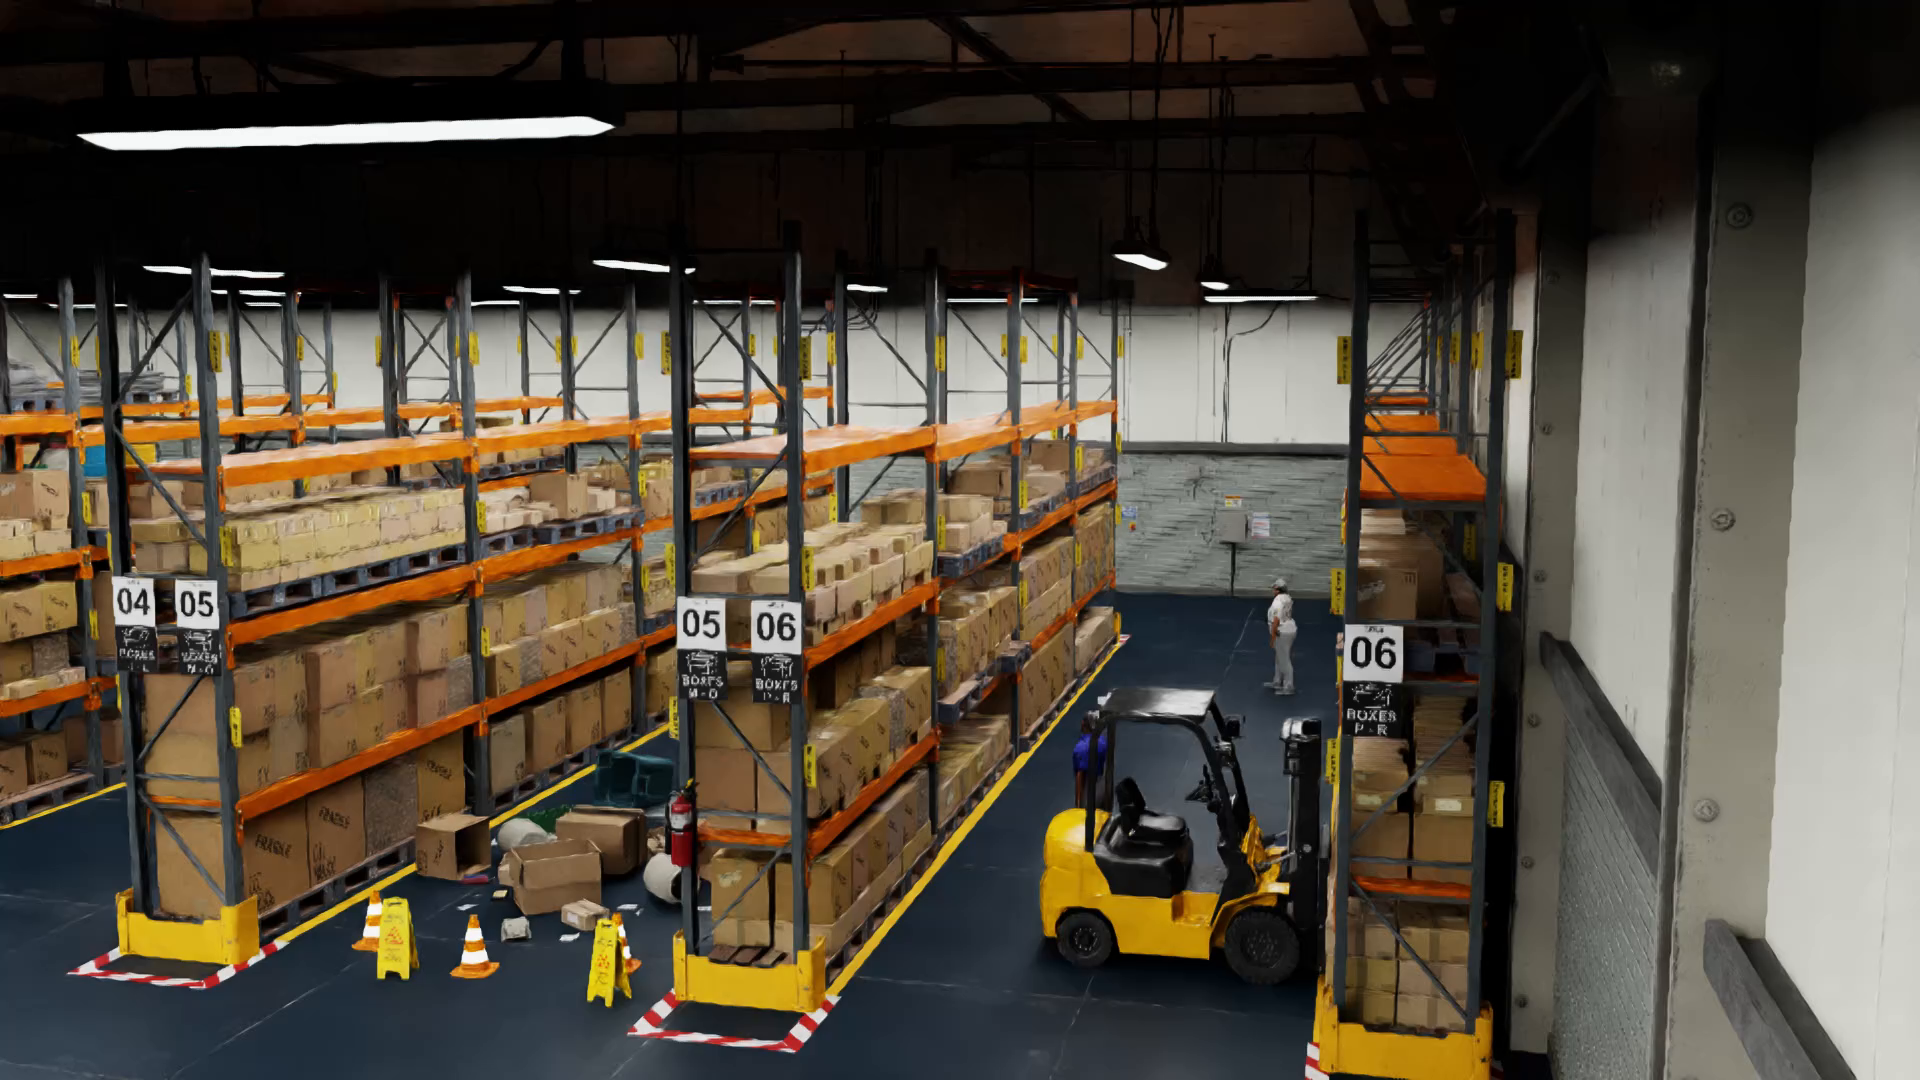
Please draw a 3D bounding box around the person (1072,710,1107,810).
[{"bbox_3d":[1.200,2.430,15.759,0.460,1.644,0.497,5,9,38],"label":"person"}]

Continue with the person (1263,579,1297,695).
[{"bbox_3d":[4.654,1.385,24.199,0.561,1.656,0.625,4,8,28],"label":"person"}]
